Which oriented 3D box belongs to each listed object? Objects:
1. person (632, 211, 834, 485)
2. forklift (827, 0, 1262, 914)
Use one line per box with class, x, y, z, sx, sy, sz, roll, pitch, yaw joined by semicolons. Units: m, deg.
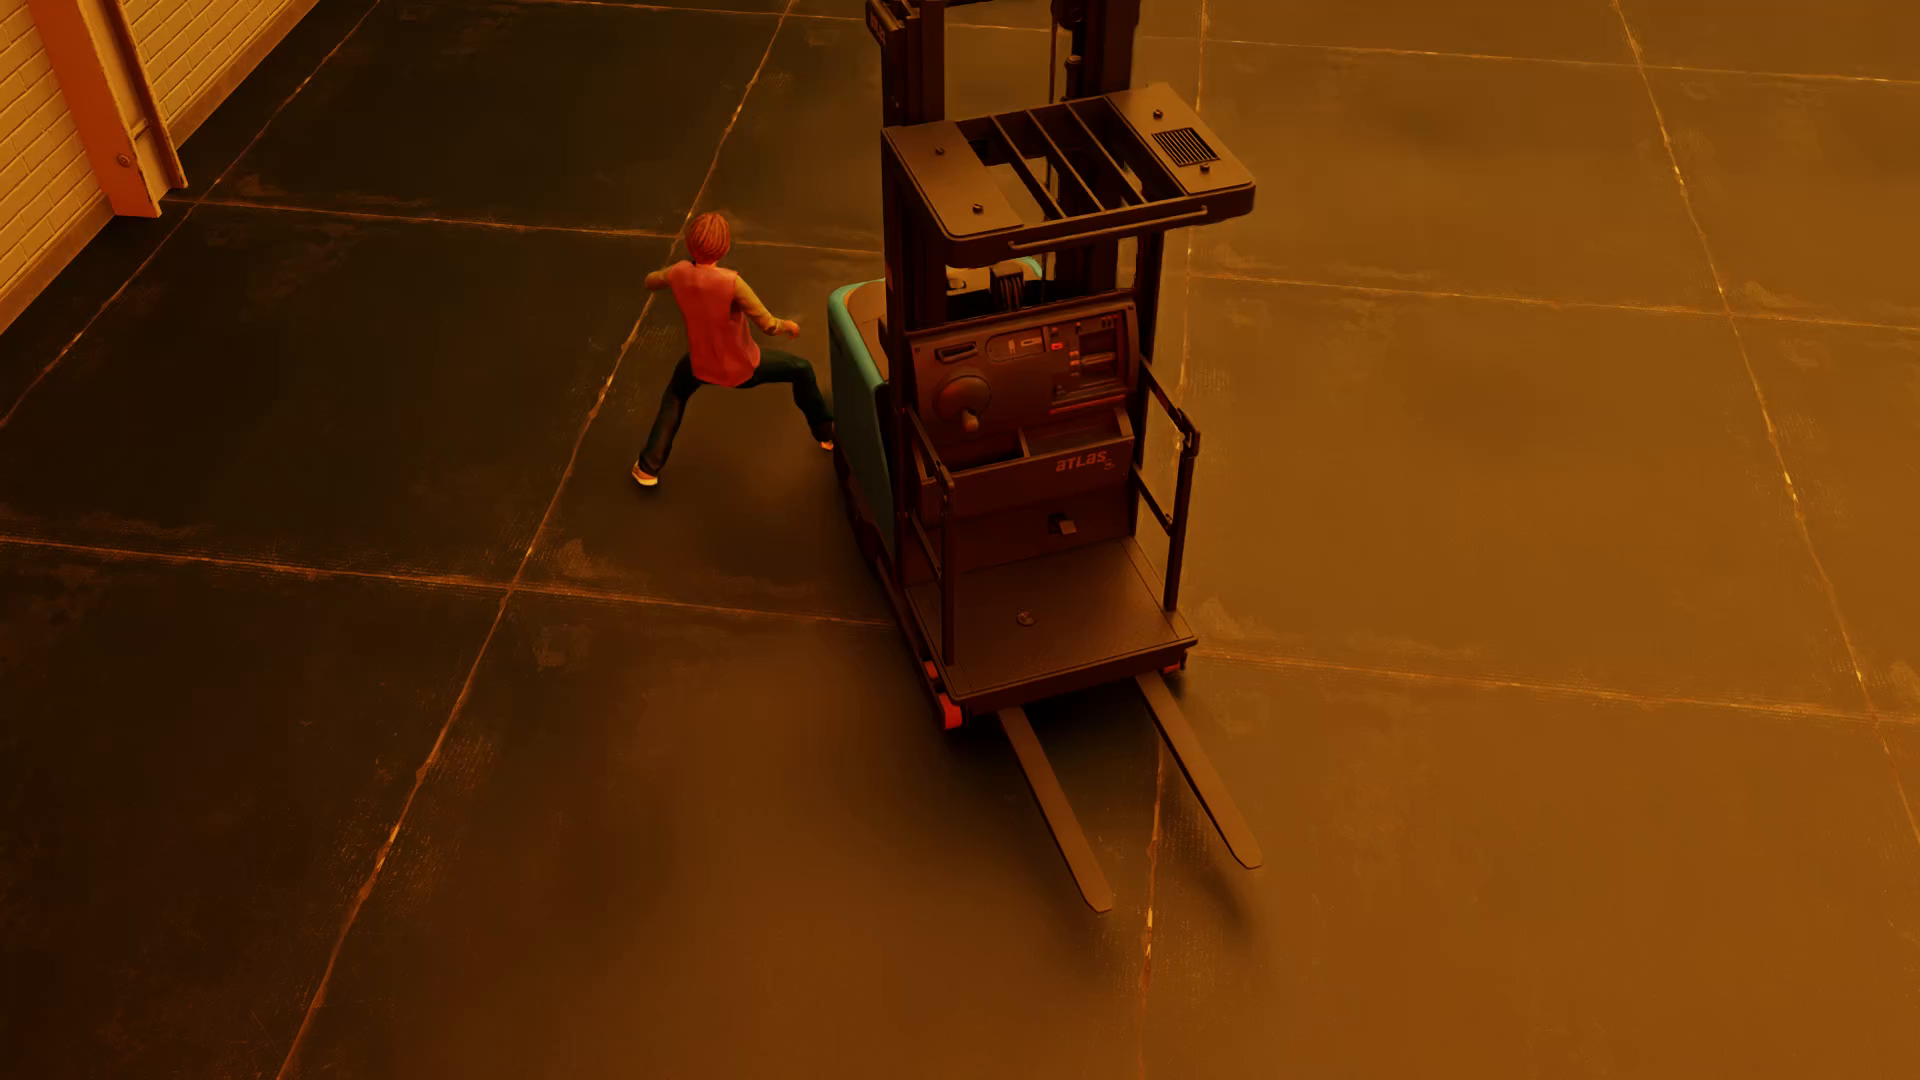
person;-1.101;-0.946;7.889;0.901;1.446;0.884;15;45;16
forklift;0.334;-0.593;6.370;1.130;2.935;3.031;-13;44;-14
